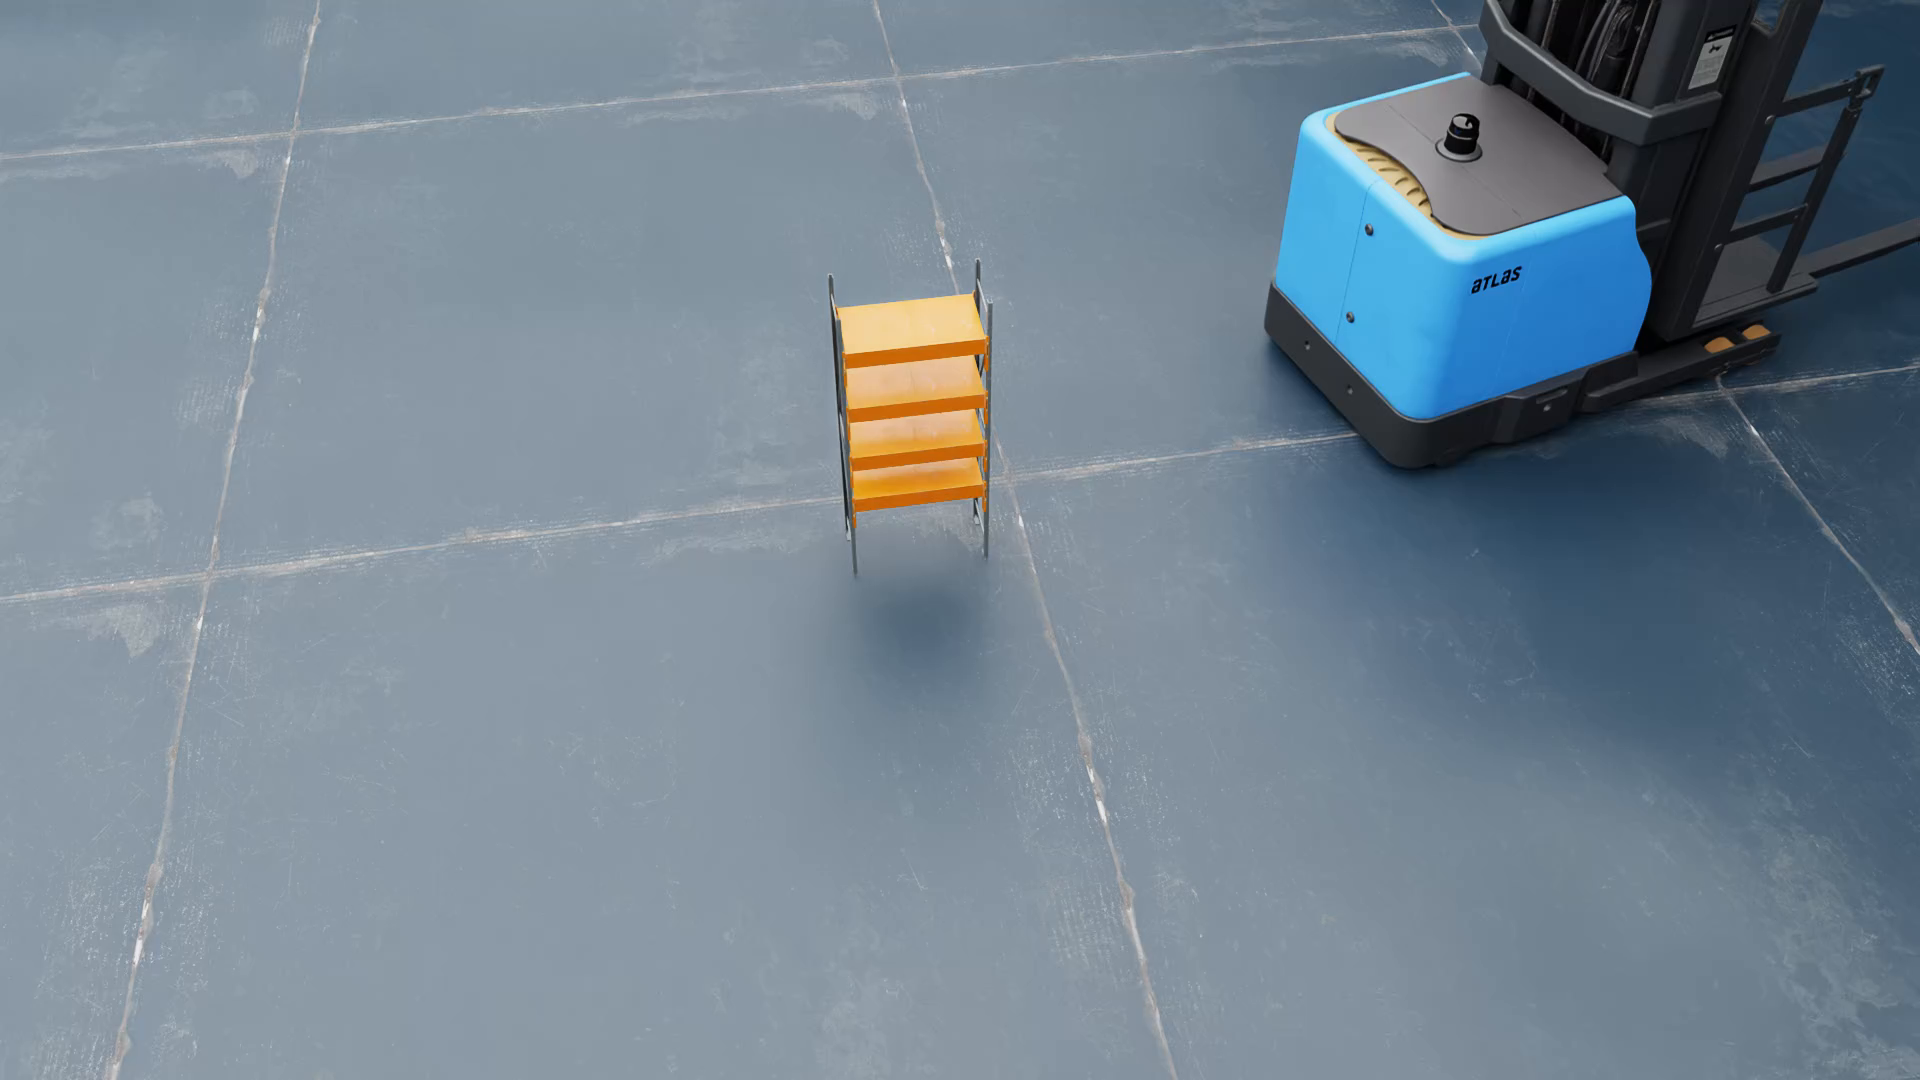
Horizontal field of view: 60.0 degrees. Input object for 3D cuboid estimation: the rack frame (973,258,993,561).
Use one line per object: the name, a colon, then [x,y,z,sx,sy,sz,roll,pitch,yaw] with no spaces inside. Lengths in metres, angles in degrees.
rack frame: [0.077,-0.426,5.827,0.015,1.200,0.240,-7,46,-7]

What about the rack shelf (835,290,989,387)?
rack shelf: [-0.163,-0.669,5.515,0.480,0.148,0.258,-7,46,-7]

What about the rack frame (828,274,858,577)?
rack frame: [-0.404,-0.366,5.769,0.015,1.200,0.240,-7,46,-7]

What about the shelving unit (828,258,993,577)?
shelving unit: [-0.163,-0.396,5.798,0.503,1.200,0.258,-7,46,-7]

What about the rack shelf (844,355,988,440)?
rack shelf: [-0.163,-0.505,5.686,0.480,0.148,0.258,-7,46,-7]

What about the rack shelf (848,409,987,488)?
rack shelf: [-0.163,-0.349,5.847,0.480,0.148,0.258,-7,46,-7]

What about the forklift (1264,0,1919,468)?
forklift: [2.842,-2.018,6.159,3.031,2.935,1.130,-18,49,-17]

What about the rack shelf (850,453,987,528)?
rack shelf: [-0.163,-0.212,5.990,0.480,0.148,0.258,-7,46,-7]
